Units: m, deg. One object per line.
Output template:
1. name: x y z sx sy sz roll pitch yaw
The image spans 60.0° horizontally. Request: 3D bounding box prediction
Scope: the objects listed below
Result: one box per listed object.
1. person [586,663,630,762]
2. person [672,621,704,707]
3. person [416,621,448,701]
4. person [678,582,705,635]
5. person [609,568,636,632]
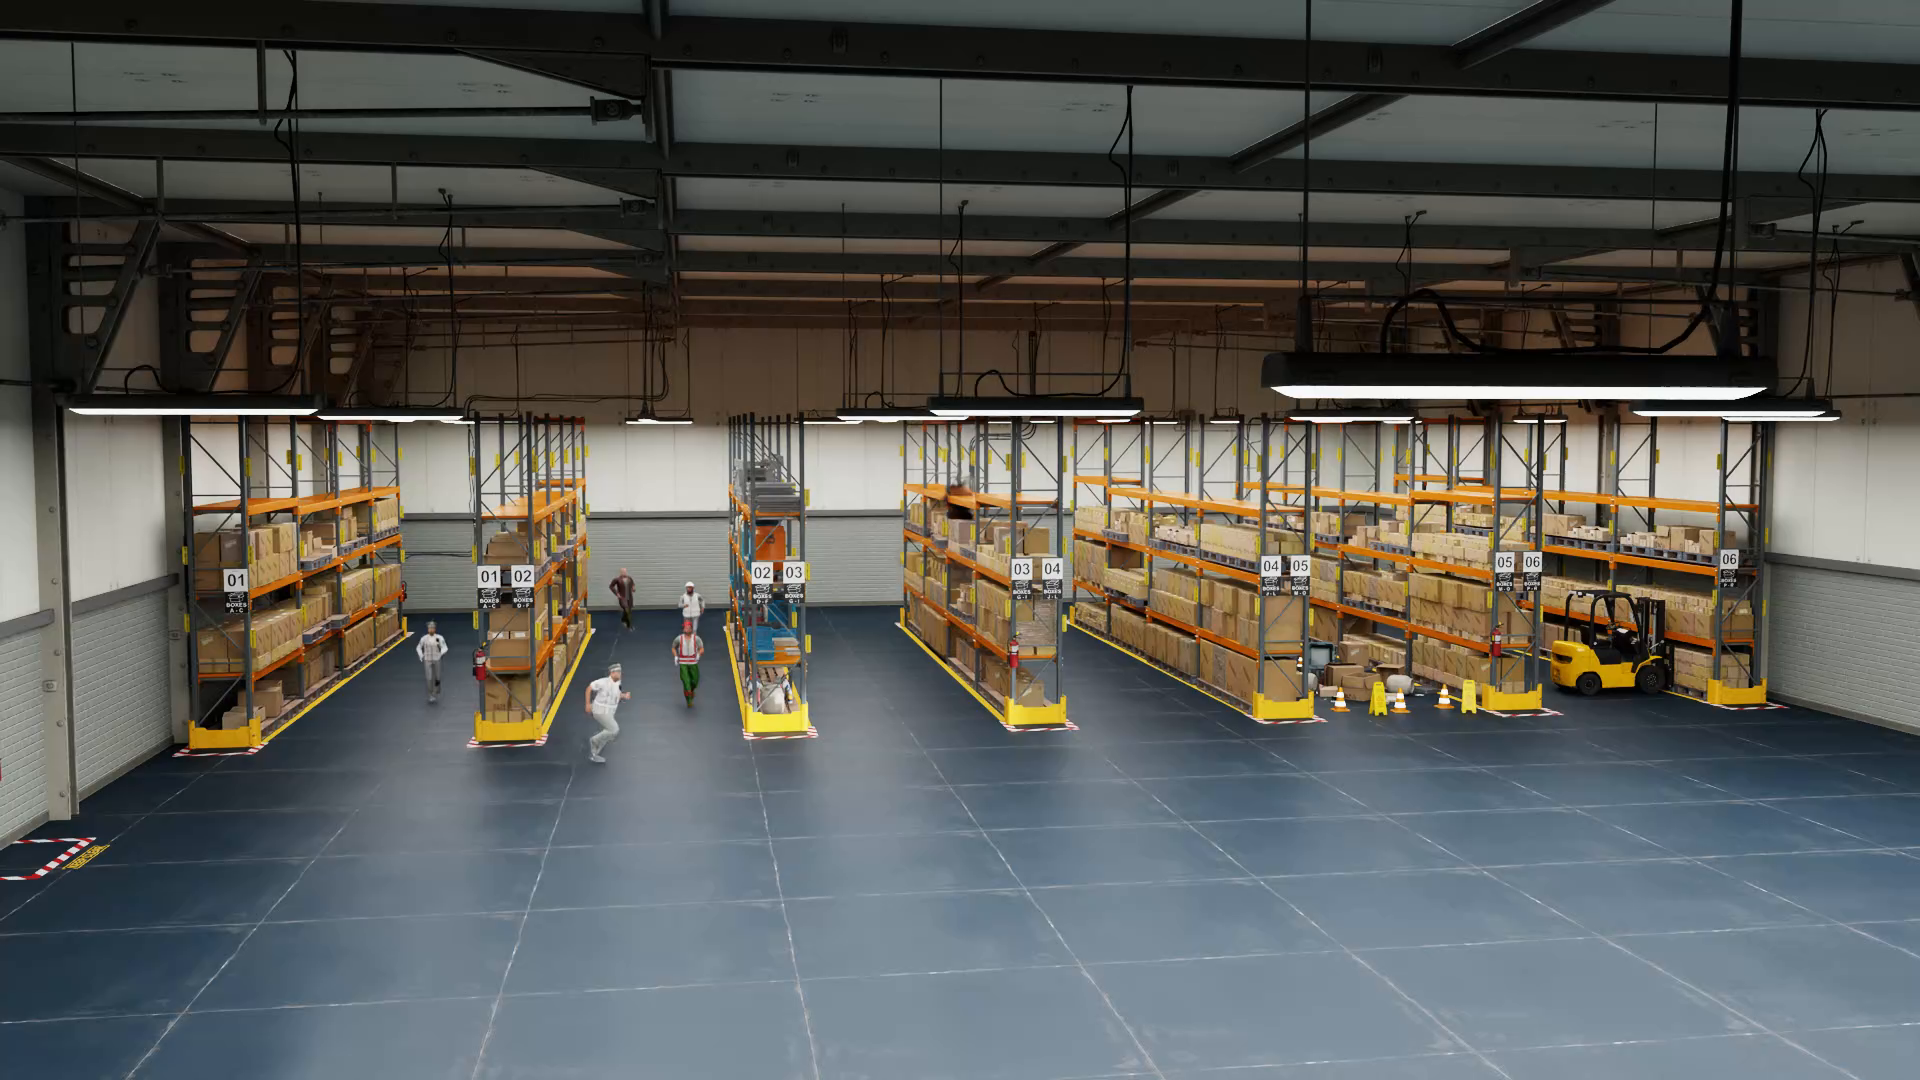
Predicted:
1. person: -6.001 2.945 28.391 0.778 1.698 0.648 1 4 13
2. person: -5.575 2.532 34.087 0.651 1.746 0.692 -1 4 -14
3. person: -11.071 2.524 34.866 0.630 1.653 0.694 -1 4 -17
4. person: -6.848 1.953 42.356 0.664 1.771 0.963 0 4 -5
5. person: -9.450 1.670 46.703 0.718 1.788 0.955 -4 5 -42
